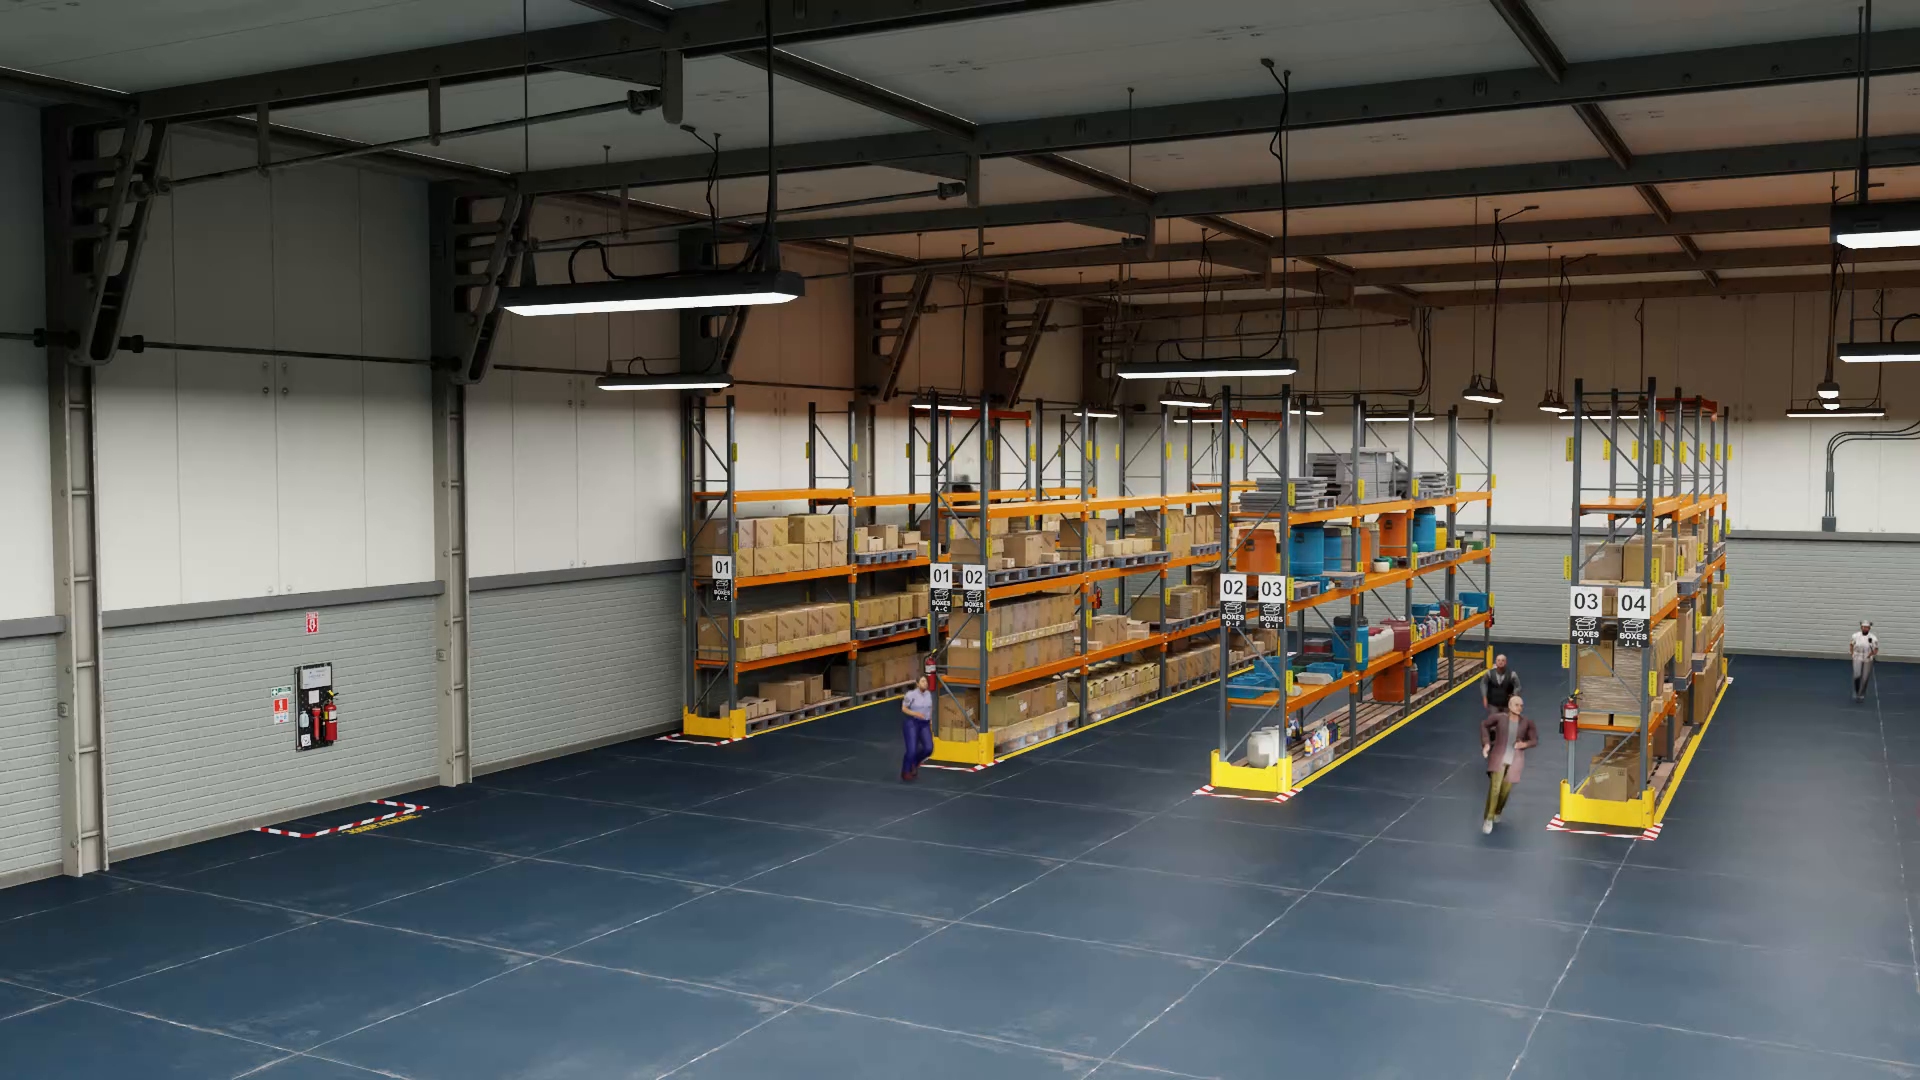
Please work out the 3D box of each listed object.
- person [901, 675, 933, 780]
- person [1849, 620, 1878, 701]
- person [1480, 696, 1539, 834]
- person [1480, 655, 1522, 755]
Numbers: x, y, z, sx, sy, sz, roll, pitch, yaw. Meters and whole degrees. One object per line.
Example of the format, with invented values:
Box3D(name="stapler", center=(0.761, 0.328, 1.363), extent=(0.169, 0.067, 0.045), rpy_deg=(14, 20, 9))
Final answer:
Box3D(name="person", center=(-0.596, 2.864, 25.463), extent=(0.593, 1.594, 0.552), rpy_deg=(-2, 4, -33))
Box3D(name="person", center=(18.125, 2.422, 33.358), extent=(0.506, 1.646, 0.700), rpy_deg=(1, 3, 26))
Box3D(name="person", center=(7.293, 2.949, 22.073), extent=(0.741, 1.754, 0.976), rpy_deg=(1, 3, 12))
Box3D(name="person", center=(8.839, 2.721, 27.184), extent=(0.667, 1.688, 0.601), rpy_deg=(1, 3, 18))
